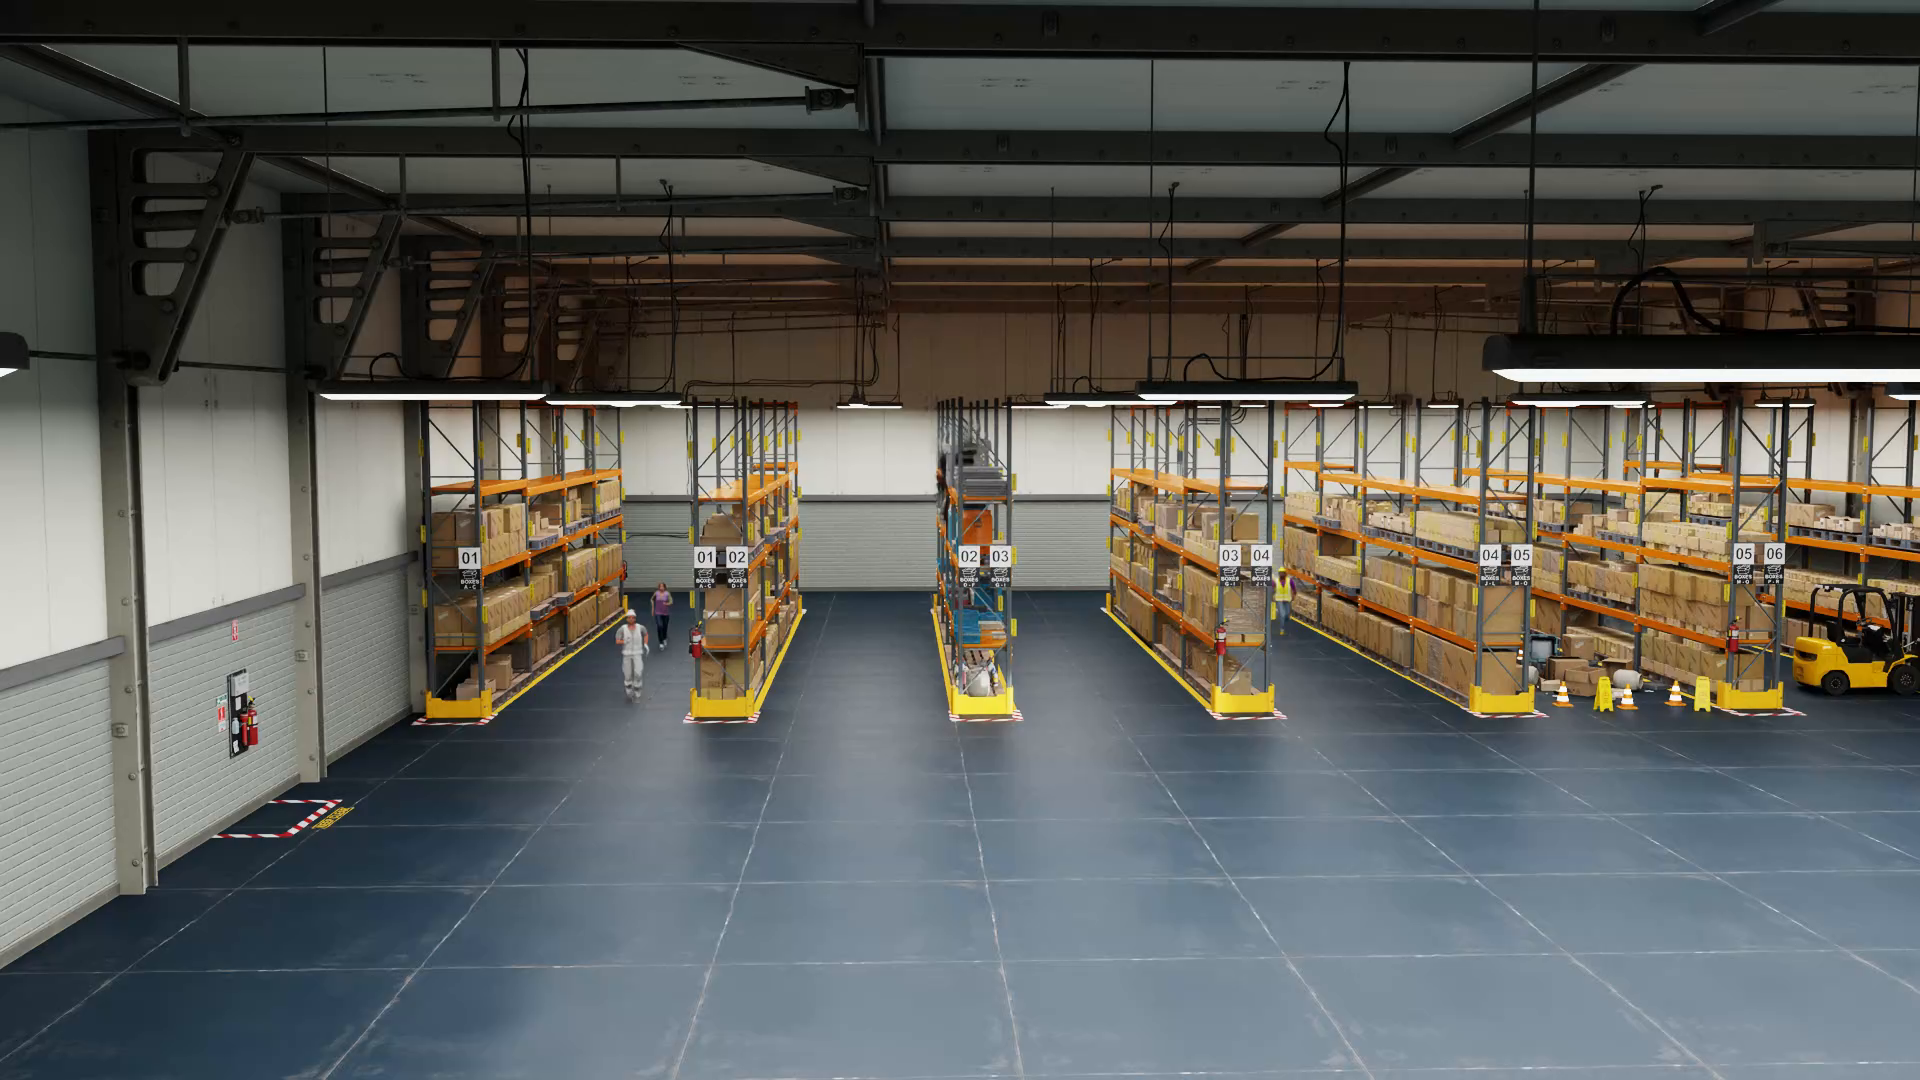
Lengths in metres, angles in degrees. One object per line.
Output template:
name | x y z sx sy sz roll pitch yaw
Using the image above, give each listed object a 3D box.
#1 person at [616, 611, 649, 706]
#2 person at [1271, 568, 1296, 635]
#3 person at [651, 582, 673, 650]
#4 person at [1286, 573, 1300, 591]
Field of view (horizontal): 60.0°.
person | -6.432 2.300 32.664 0.648 1.845 0.799 -1 4 -11
person | 8.289 1.568 42.726 0.693 1.735 0.582 0 4 2
person | -7.175 1.818 40.089 0.520 1.583 0.856 -1 5 -12
person | 9.814 1.120 49.022 0.793 1.639 0.692 0 4 6
